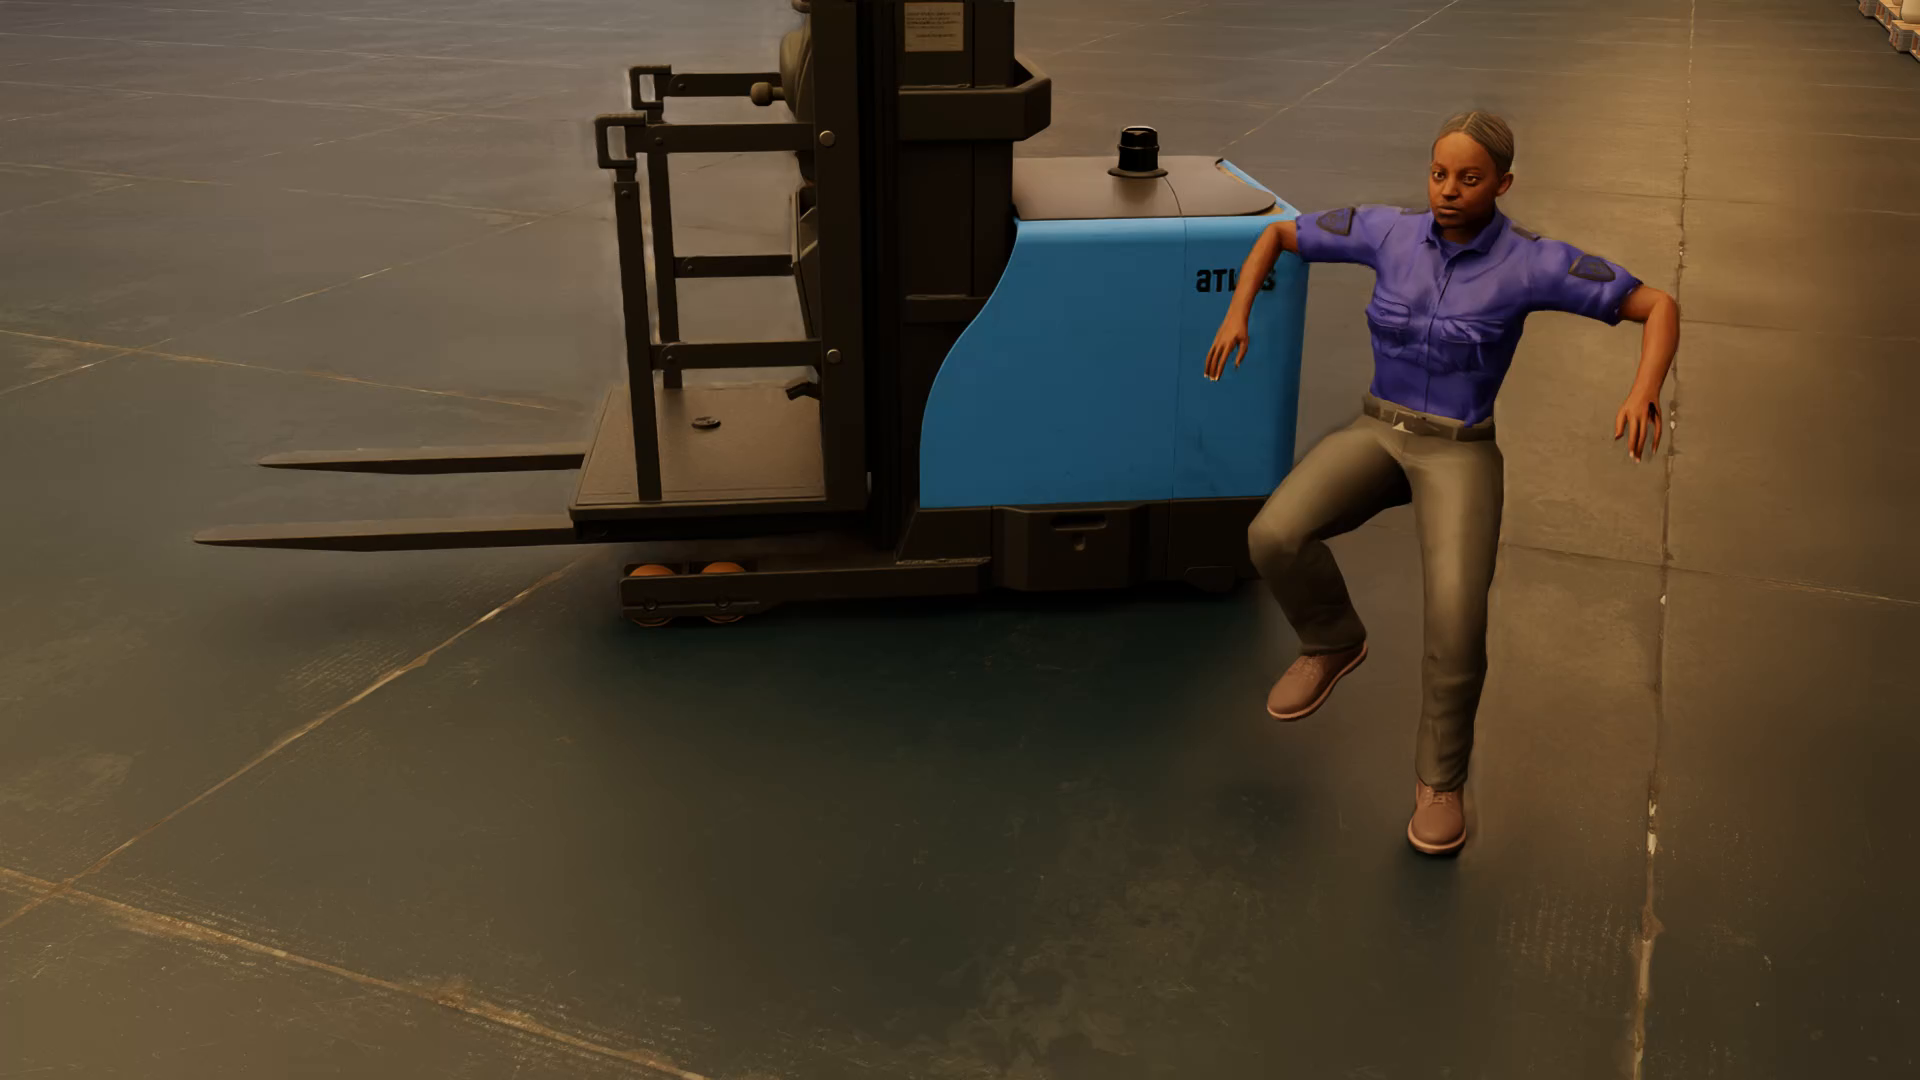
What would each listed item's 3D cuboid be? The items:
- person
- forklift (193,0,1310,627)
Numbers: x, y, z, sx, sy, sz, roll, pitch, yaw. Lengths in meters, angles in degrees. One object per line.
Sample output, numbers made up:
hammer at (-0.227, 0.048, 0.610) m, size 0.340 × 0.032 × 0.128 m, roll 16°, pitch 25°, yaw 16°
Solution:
person at (0.989, -0.160, 3.578) m, size 0.985 × 1.456 × 0.658 m, roll 16°, pitch 28°, yaw 34°
forklift at (-0.608, -1.330, 4.473) m, size 3.031 × 2.935 × 1.130 m, roll -2°, pitch 23°, yaw -5°
